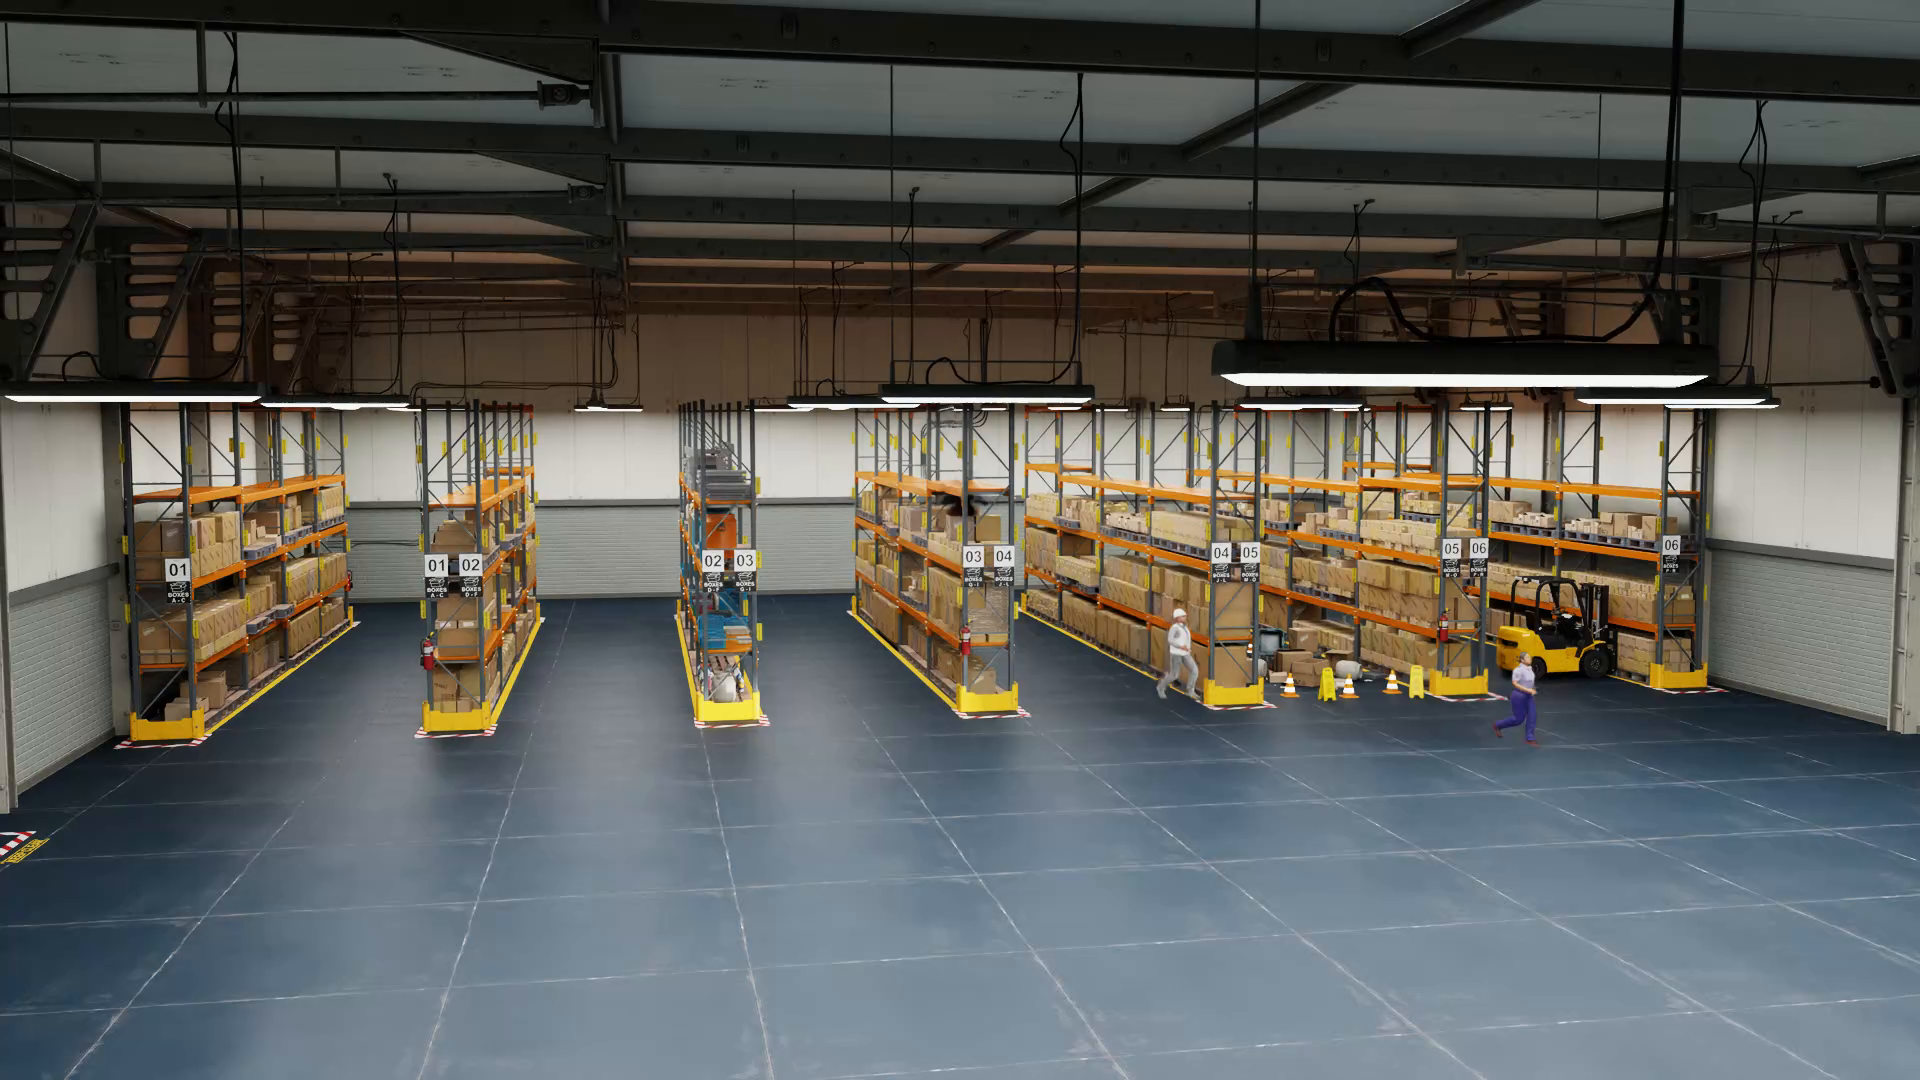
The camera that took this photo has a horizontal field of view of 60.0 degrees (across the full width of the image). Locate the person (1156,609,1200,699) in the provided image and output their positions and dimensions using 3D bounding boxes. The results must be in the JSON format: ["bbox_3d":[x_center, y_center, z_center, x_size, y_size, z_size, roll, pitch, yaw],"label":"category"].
[{"bbox_3d":[4.266,2.213,32.158,0.935,1.762,0.693,3,6,39],"label":"person"}]

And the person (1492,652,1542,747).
[{"bbox_3d":[9.716,2.748,28.864,0.828,1.647,0.615,4,6,42],"label":"person"}]

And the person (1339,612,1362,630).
[{"bbox_3d":[9.964,1.625,42.425,0.663,1.843,0.800,-1,4,-15],"label":"person"}]
